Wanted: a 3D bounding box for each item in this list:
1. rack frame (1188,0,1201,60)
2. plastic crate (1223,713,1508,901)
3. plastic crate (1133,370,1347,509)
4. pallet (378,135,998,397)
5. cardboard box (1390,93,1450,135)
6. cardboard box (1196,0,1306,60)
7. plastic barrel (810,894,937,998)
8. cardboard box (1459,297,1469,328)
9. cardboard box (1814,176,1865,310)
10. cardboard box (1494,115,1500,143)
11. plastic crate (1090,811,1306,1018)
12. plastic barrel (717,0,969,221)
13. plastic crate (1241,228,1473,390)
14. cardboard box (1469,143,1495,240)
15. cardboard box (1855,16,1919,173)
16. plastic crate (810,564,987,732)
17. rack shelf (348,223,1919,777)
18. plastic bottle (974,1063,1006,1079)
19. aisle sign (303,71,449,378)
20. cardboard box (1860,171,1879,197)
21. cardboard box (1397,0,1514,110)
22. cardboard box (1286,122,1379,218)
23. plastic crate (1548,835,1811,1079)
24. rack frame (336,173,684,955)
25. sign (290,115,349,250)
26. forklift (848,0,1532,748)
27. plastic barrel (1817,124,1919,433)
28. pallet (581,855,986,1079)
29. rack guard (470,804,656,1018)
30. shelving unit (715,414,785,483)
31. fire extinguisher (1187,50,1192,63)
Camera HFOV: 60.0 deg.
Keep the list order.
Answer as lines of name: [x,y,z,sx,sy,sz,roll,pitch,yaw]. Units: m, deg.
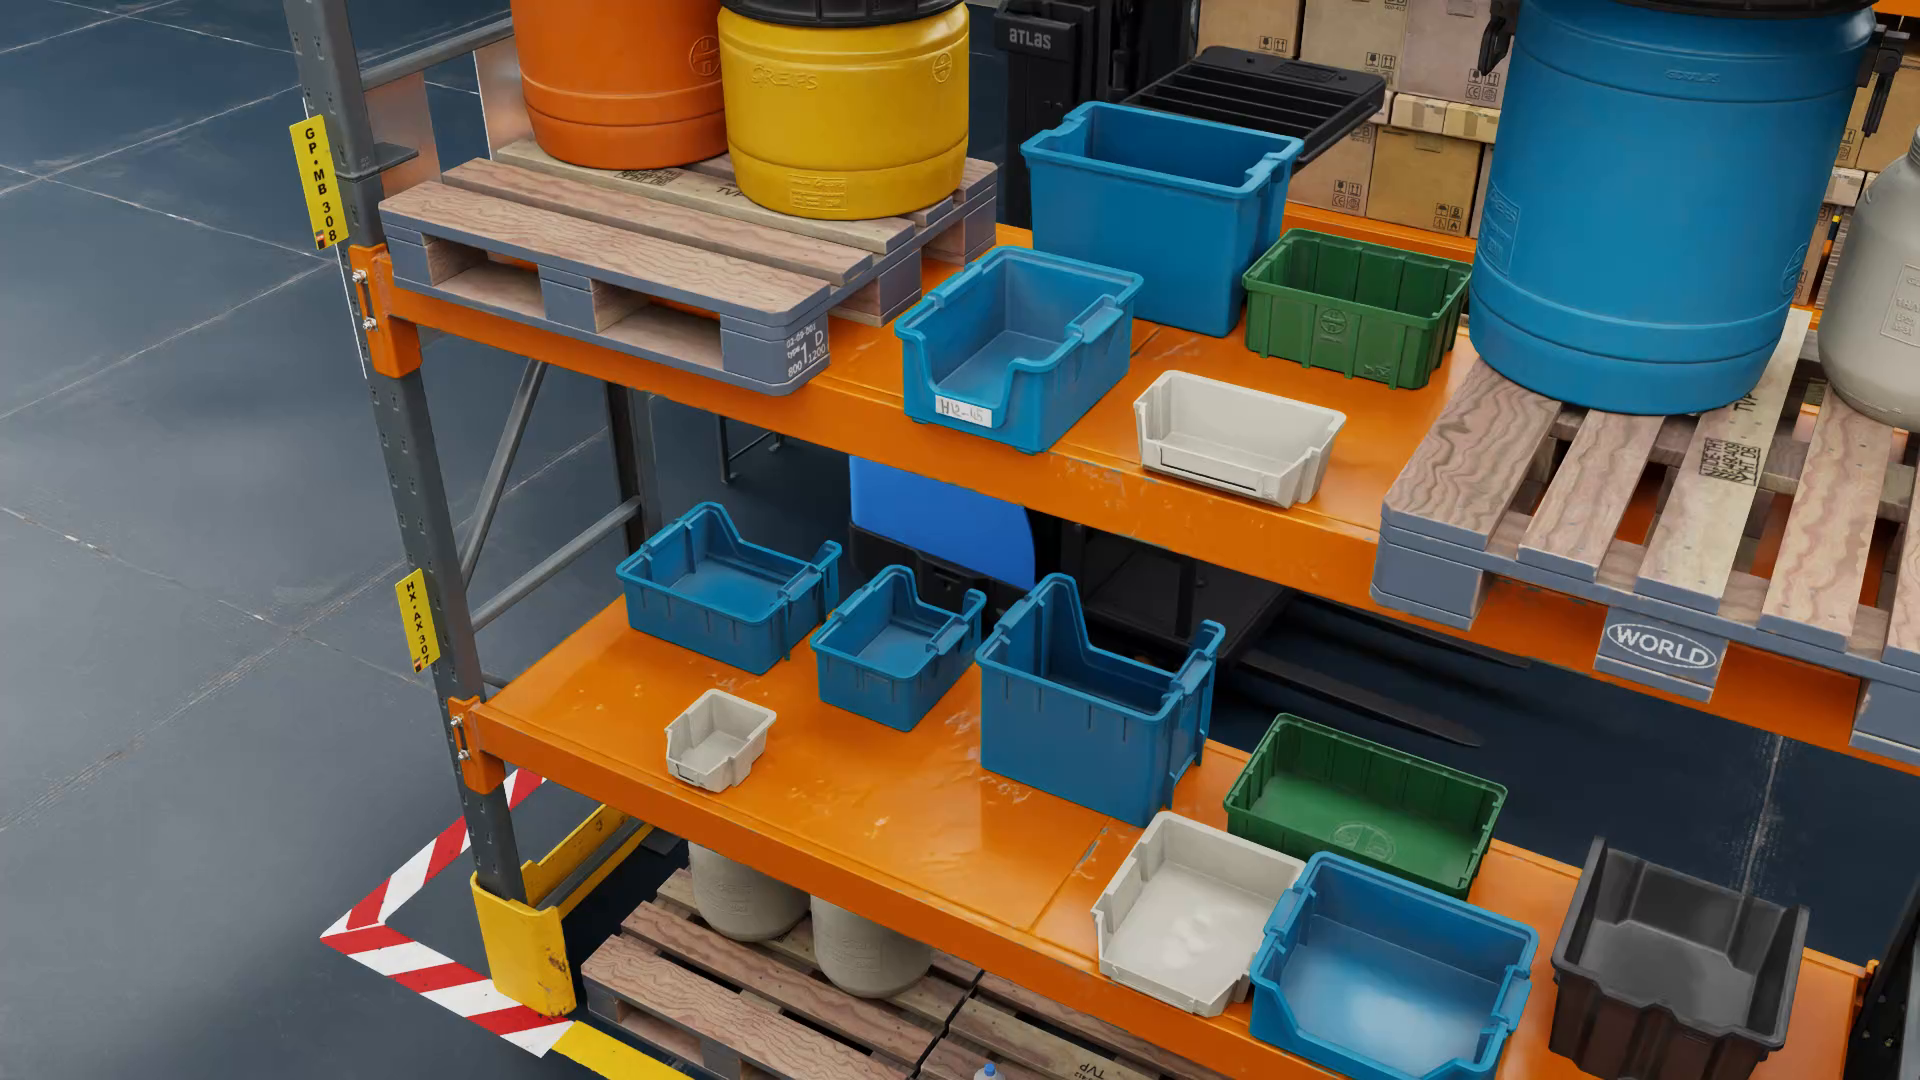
rack frame: [1.131,-2.289,8.982,0.127,3.000,1.000,18,37,24]
plastic crate: [1.105,0.772,4.575,0.662,0.188,0.450,18,37,24]
plastic crate: [0.549,-0.192,3.364,0.396,0.136,0.243,18,37,24]
pallet: [-0.660,-0.802,4.212,1.213,0.211,1.003,18,37,24]
cardboard box: [2.262,-2.106,8.031,0.250,0.149,0.380,16,37,23]
cardboard box: [1.576,-2.722,8.370,0.500,0.500,0.700,18,38,25]
plastic barrel: [-0.285,1.236,5.553,0.421,0.512,0.421,0,34,0]
cardboard box: [2.787,-0.963,8.416,0.500,0.500,0.500,18,37,24]
cardboard box: [4.216,-1.350,7.481,0.500,0.500,0.700,17,37,23]
cardboard box: [2.699,-1.966,7.821,0.250,0.149,0.380,18,38,25]
plastic crate: [0.608,0.978,4.312,0.437,0.136,0.530,18,37,24]
plastic barrel: [-0.277,-1.156,4.025,0.600,0.588,0.600,0,34,0]
plastic crate: [0.908,-0.532,3.827,0.450,0.188,0.336,18,37,24]
cardboard box: [2.876,-1.772,8.114,0.500,0.500,0.700,19,38,26]
cardboard box: [4.216,-1.890,7.121,0.500,0.500,0.700,18,38,25]
plastic crate: [-0.186,0.330,5.182,0.408,0.251,0.499,18,37,24]
rack shelf: [0.407,-0.306,3.946,4.000,0.370,1.077,18,37,24]
plastic bottle: [0.090,1.694,5.064,0.097,0.271,0.097,0,34,0]
aisle sign: [-1.538,-0.868,4.501,0.004,0.787,0.394,18,37,24]
cardboard box: [4.048,-1.542,7.183,0.250,0.149,0.380,17,37,23]
cardboard box: [2.474,-2.442,7.950,0.500,0.500,0.700,18,38,25]
cardboard box: [1.989,-2.054,8.538,0.500,0.500,0.700,19,38,26]
plastic crate: [1.752,1.014,4.077,0.504,0.338,0.767,18,37,24]
rack frame: [-1.330,0.093,5.404,0.127,3.000,1.000,18,37,24]
sign: [-1.607,-0.895,4.174,0.005,0.325,0.100,18,37,24]
forklift: [0.986,-0.826,6.846,3.031,2.935,1.130,20,39,27]
plastic barrel: [1.867,-0.489,3.093,0.421,0.512,0.421,0,34,0]
pallet: [-0.538,1.478,5.840,1.213,0.211,1.003,18,37,24]
rack guard: [-1.240,1.132,6.099,0.348,0.500,1.175,18,37,24]
shelving unit: [-0.678,-0.885,8.226,1.048,1.500,0.538,20,39,27]
fire extinguisher: [1.259,-2.513,9.388,0.183,0.674,0.296,18,37,24]
